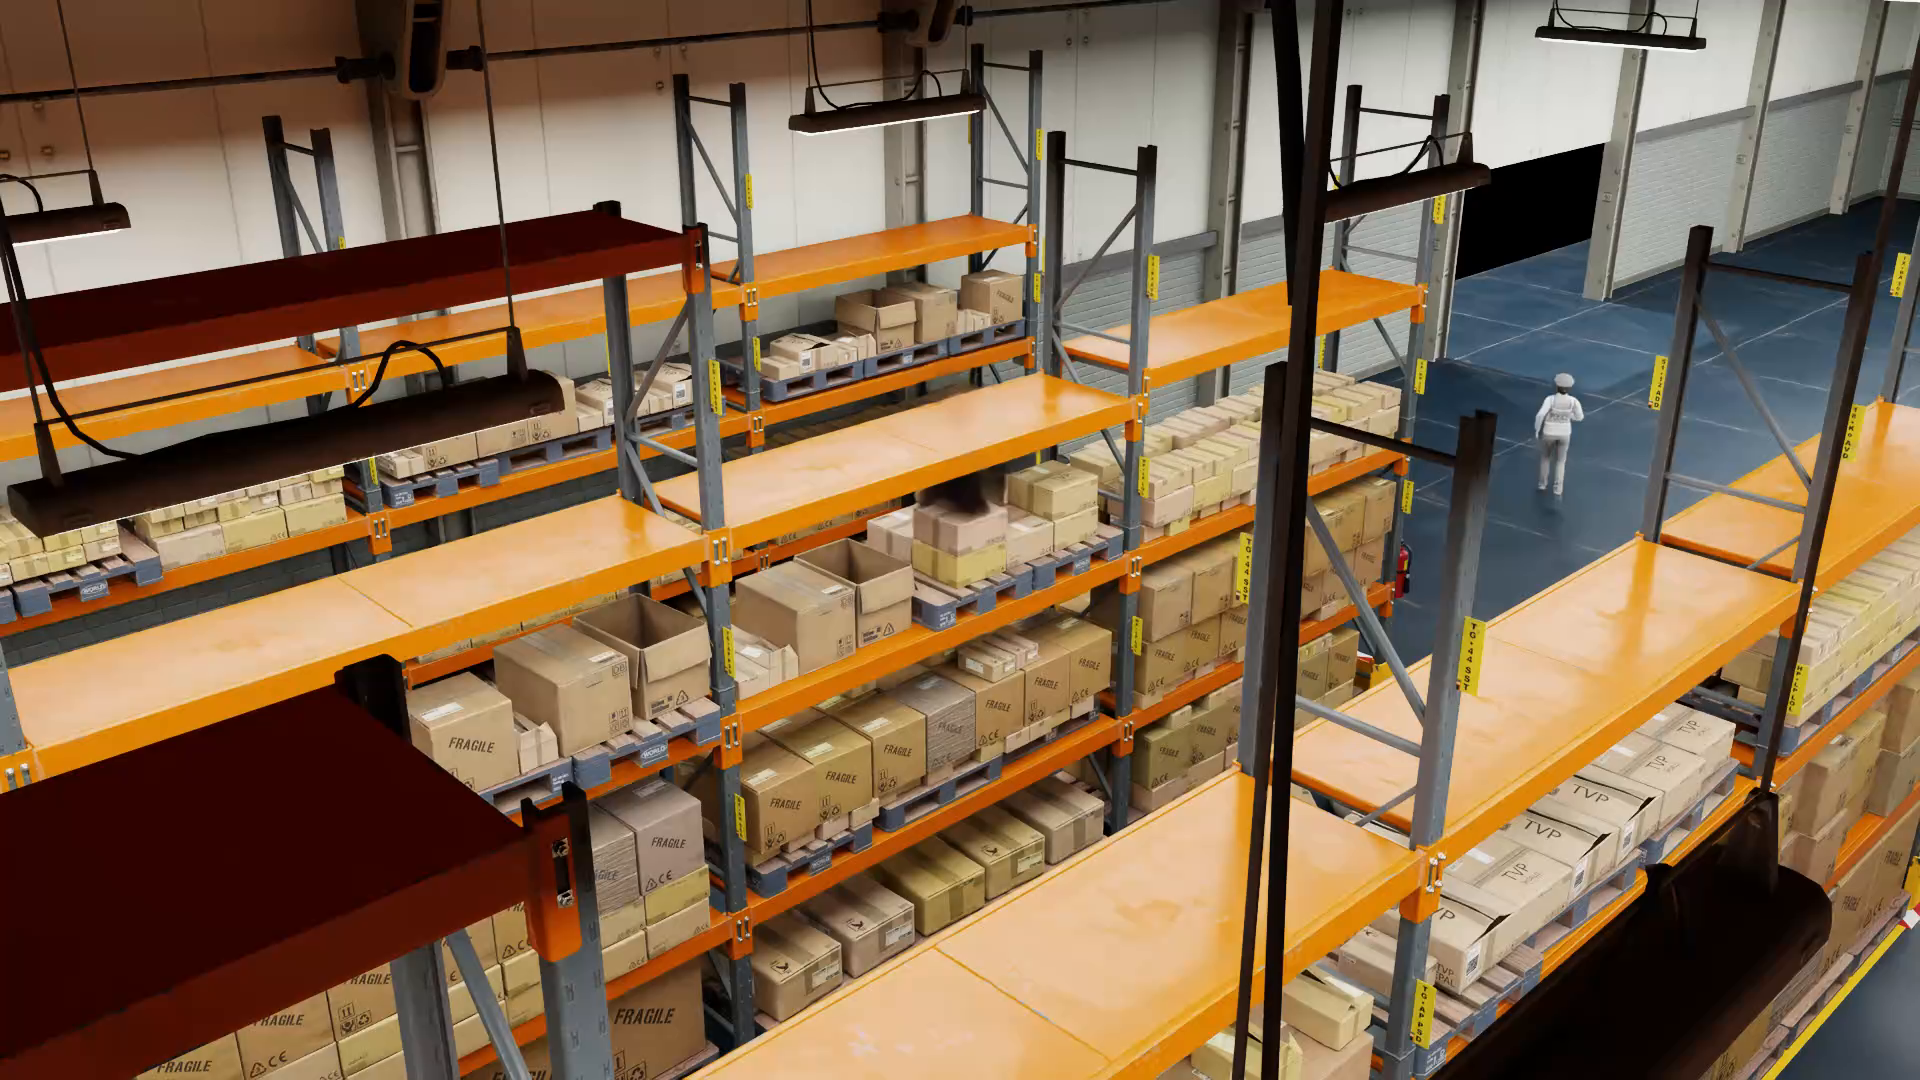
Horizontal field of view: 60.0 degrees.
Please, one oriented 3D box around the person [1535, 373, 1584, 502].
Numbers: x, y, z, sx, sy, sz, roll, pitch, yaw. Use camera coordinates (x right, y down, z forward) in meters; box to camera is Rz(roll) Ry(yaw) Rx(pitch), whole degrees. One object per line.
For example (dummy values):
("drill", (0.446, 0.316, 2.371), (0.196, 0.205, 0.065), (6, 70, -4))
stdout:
("person", (7.828, -1.345, 21.834), (0.638, 1.701, 0.897), (4, 23, 10))
